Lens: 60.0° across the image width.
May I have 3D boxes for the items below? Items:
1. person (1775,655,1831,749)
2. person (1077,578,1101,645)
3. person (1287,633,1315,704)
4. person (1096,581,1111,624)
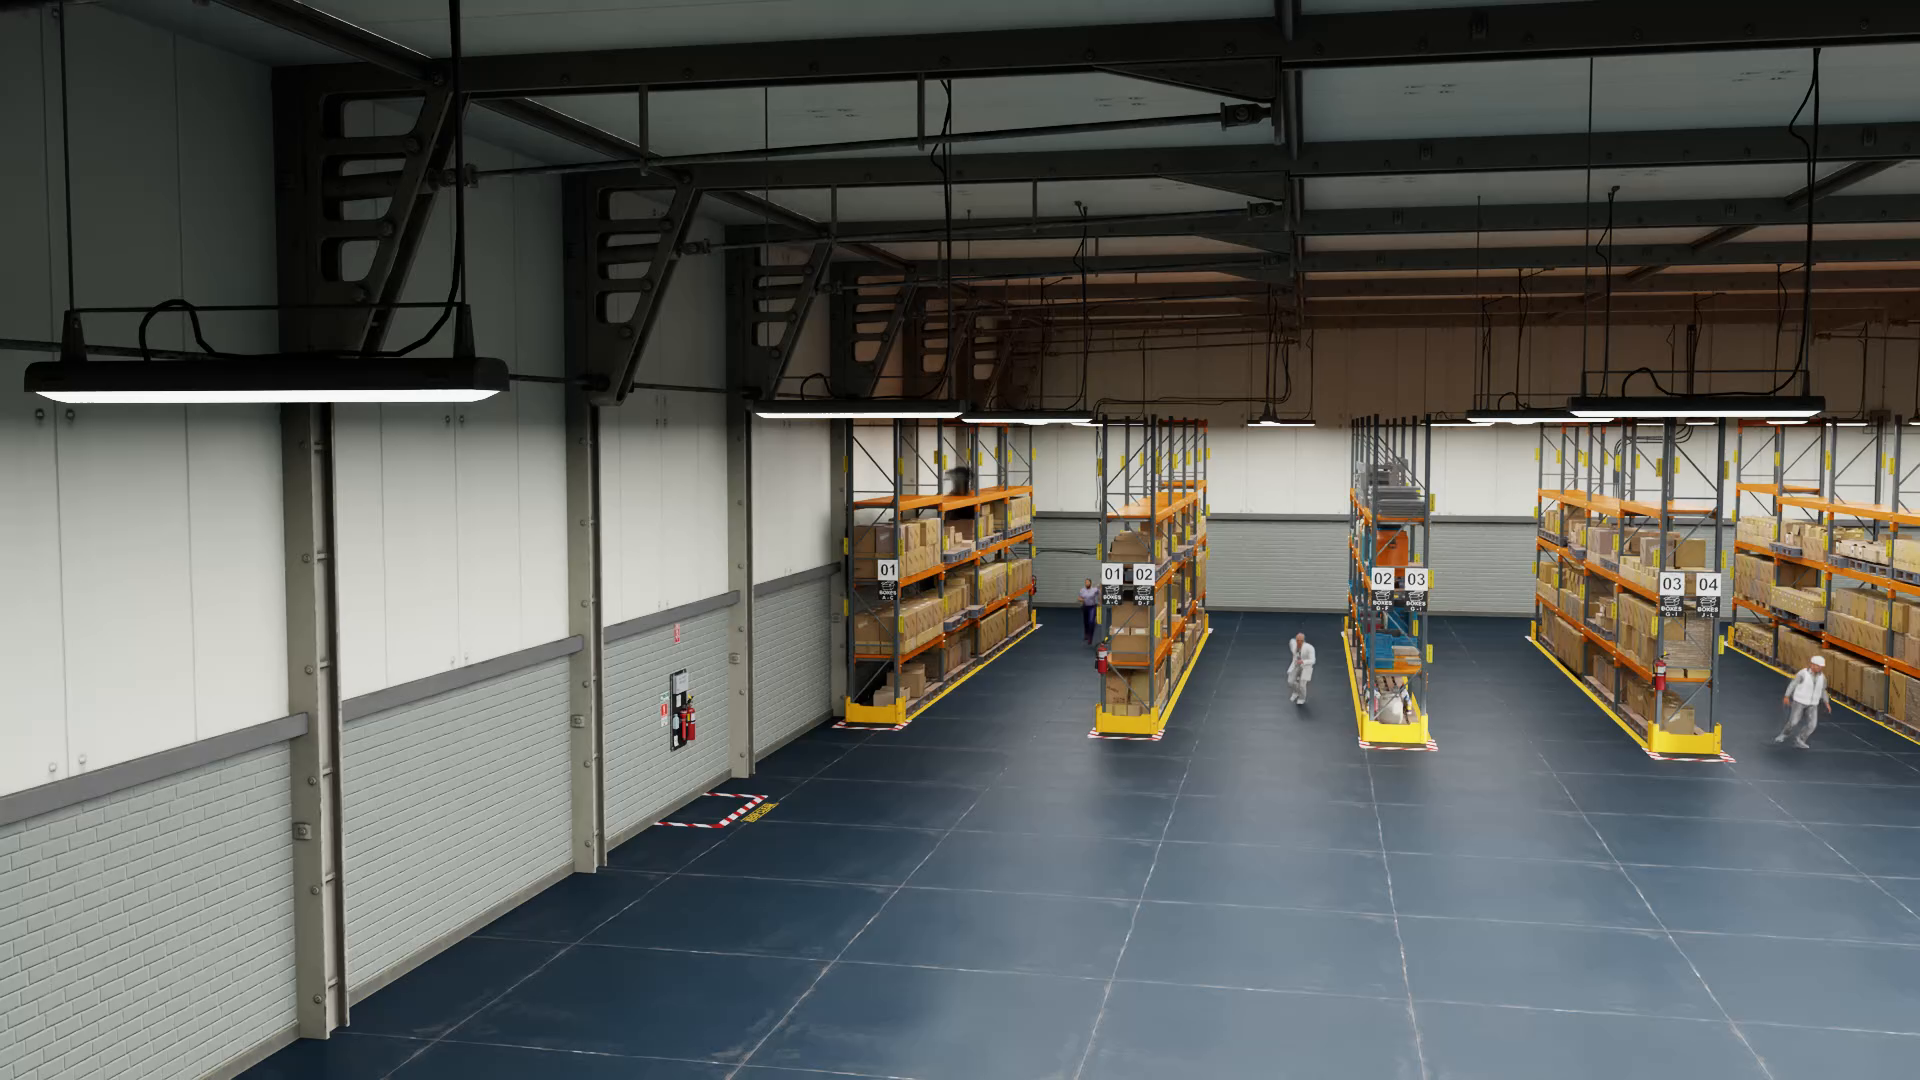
[{"bbox_3d":[15.097,2.885,29.756,0.802,1.693,0.686,0,4,-3],"label":"person"},{"bbox_3d":[3.357,1.821,42.993,0.616,1.675,0.876,1,4,17],"label":"person"},{"bbox_3d":[7.024,2.656,34.266,0.707,1.548,1.081,2,4,29],"label":"person"},{"bbox_3d":[4.286,1.708,48.807,0.463,1.532,0.564,1,4,21],"label":"person"}]
